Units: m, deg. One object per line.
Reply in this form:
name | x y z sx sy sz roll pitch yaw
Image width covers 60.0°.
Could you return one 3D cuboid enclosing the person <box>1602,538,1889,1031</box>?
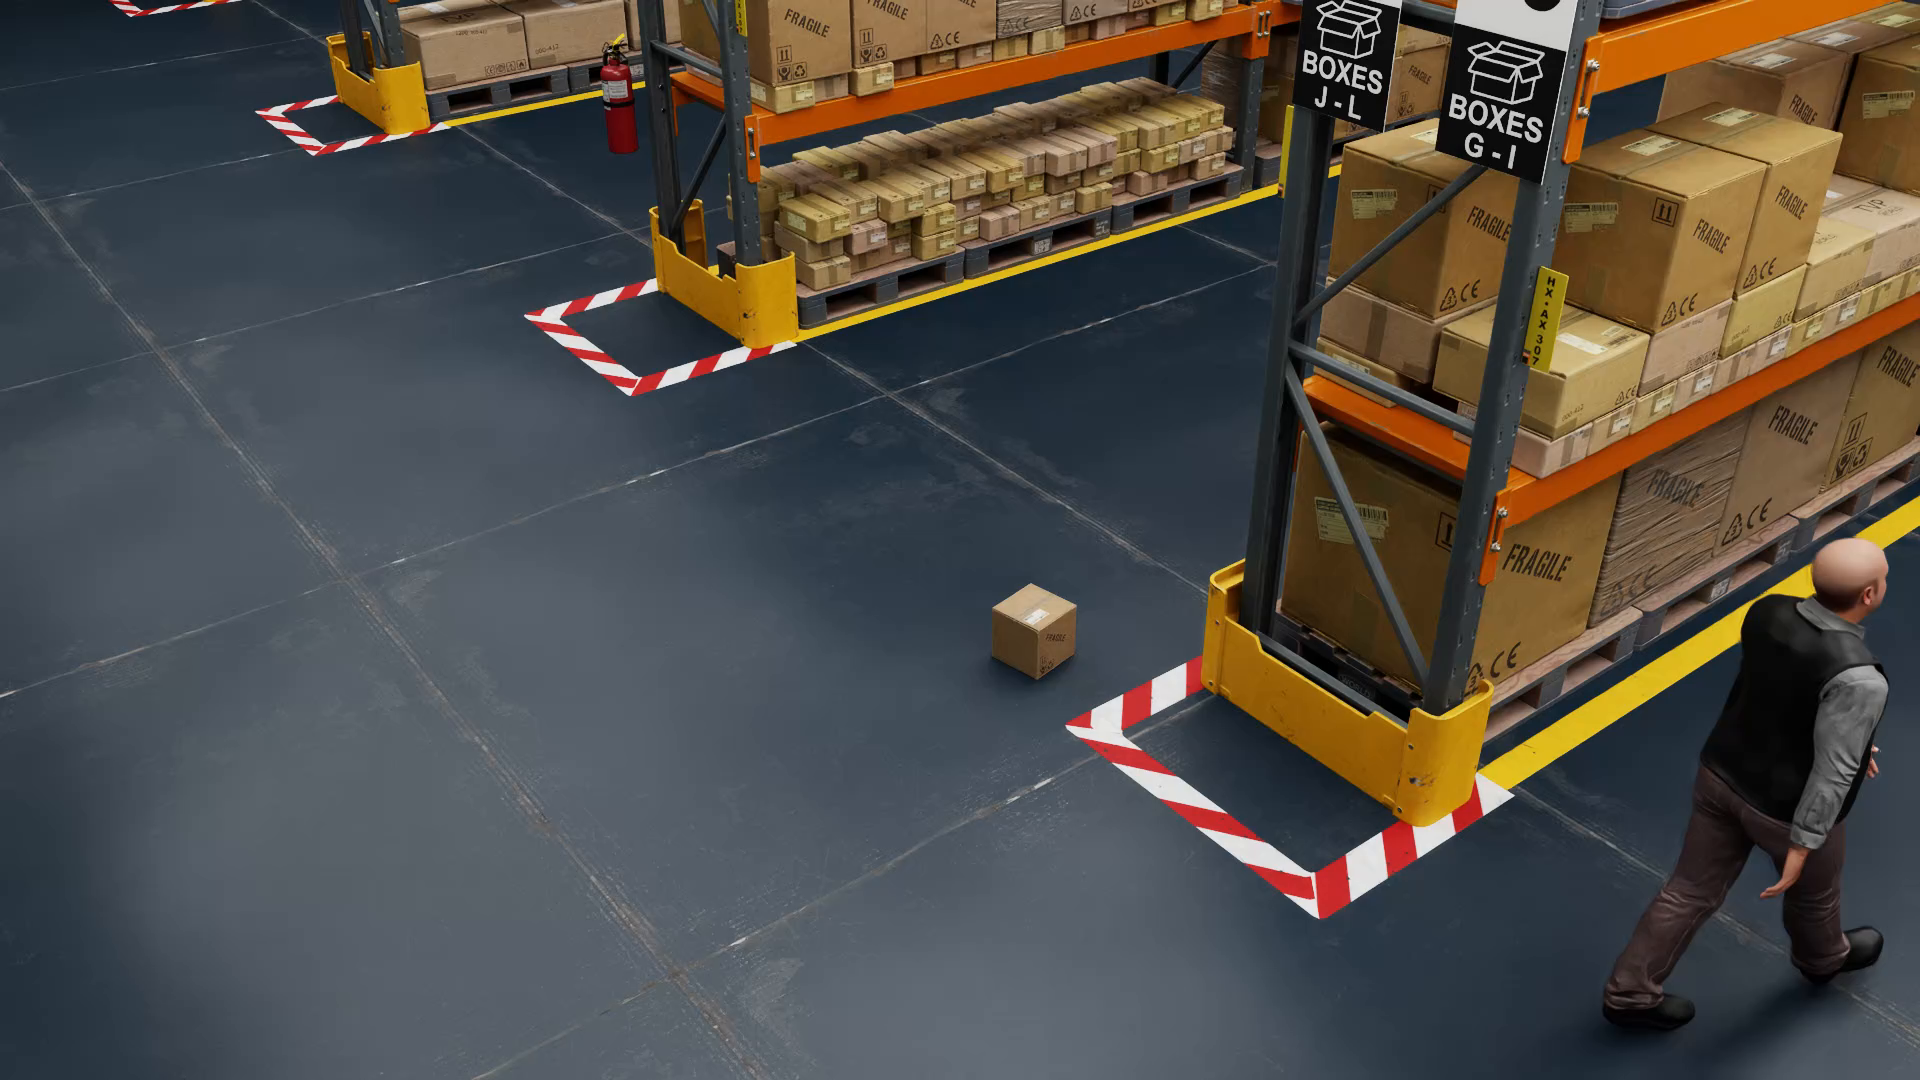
person | 2.507 0.776 4.990 1.043 1.582 0.584 -11 34 -16
